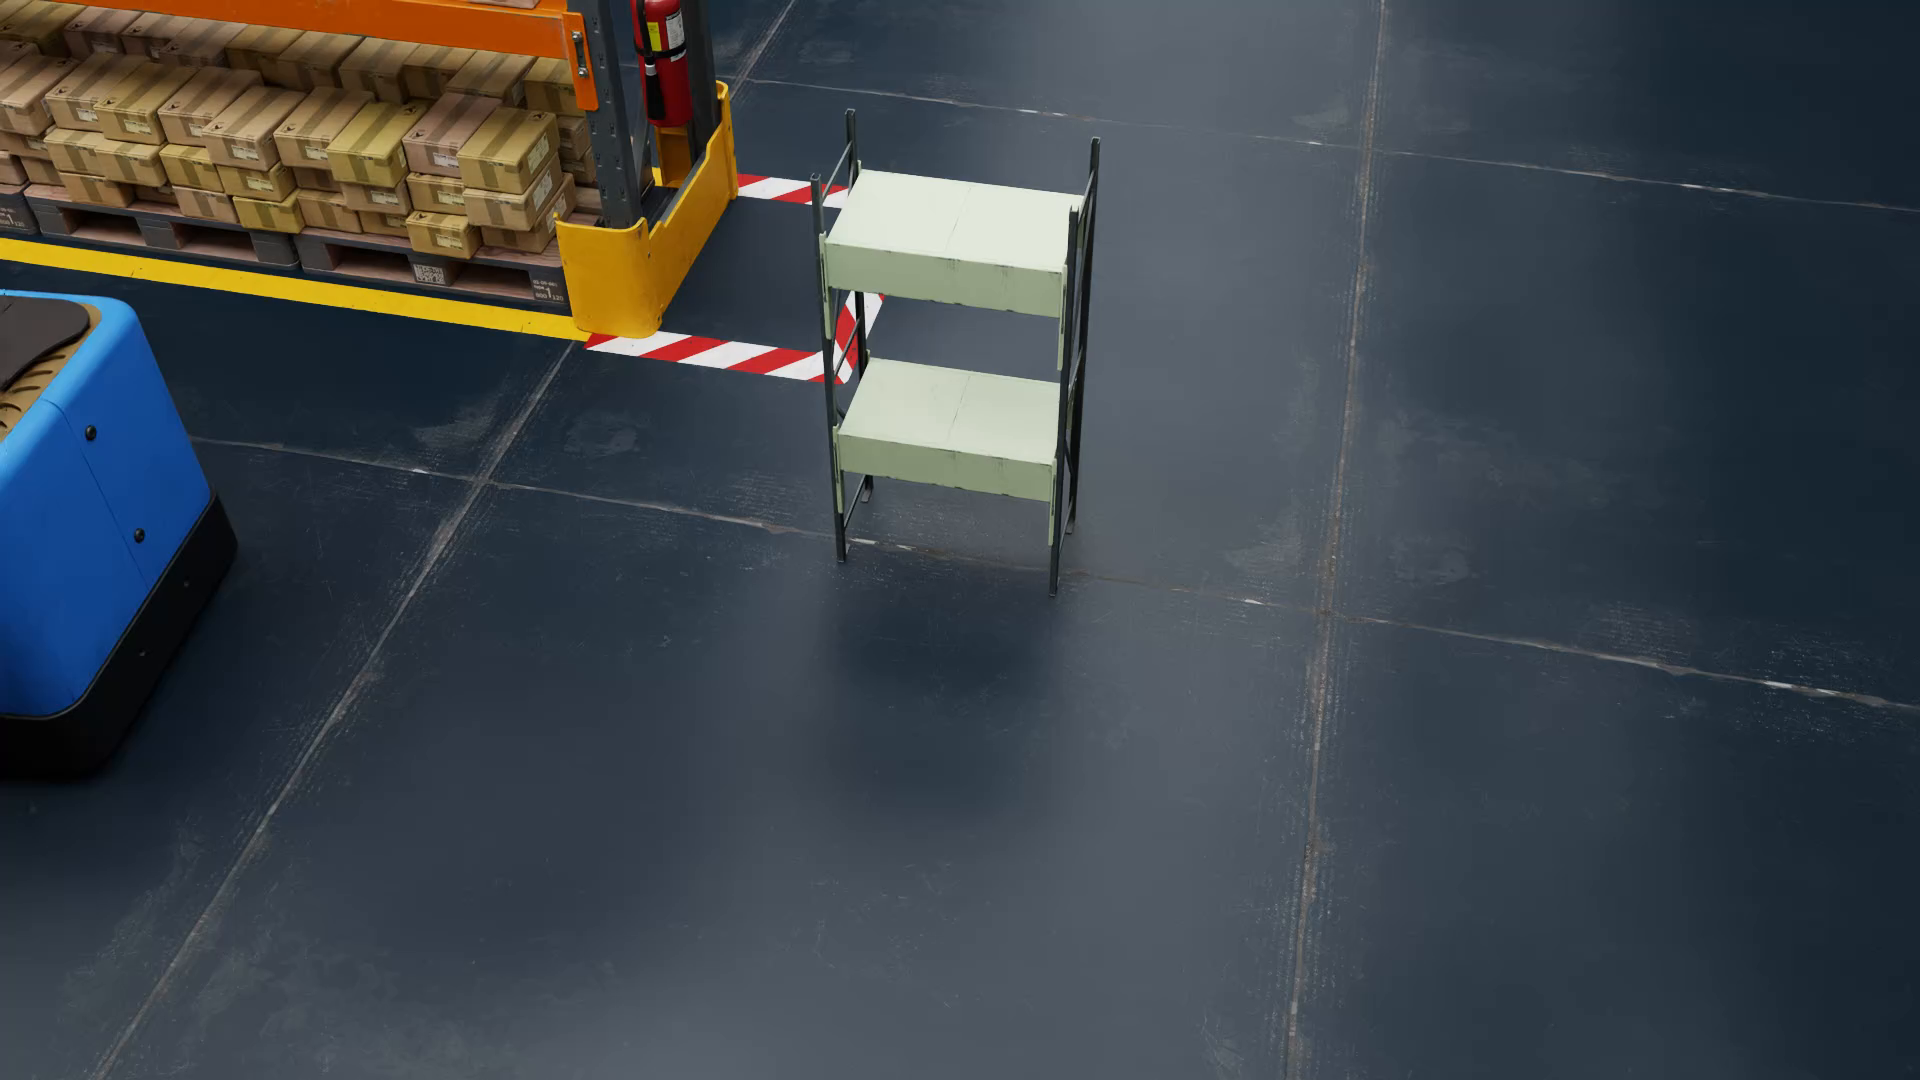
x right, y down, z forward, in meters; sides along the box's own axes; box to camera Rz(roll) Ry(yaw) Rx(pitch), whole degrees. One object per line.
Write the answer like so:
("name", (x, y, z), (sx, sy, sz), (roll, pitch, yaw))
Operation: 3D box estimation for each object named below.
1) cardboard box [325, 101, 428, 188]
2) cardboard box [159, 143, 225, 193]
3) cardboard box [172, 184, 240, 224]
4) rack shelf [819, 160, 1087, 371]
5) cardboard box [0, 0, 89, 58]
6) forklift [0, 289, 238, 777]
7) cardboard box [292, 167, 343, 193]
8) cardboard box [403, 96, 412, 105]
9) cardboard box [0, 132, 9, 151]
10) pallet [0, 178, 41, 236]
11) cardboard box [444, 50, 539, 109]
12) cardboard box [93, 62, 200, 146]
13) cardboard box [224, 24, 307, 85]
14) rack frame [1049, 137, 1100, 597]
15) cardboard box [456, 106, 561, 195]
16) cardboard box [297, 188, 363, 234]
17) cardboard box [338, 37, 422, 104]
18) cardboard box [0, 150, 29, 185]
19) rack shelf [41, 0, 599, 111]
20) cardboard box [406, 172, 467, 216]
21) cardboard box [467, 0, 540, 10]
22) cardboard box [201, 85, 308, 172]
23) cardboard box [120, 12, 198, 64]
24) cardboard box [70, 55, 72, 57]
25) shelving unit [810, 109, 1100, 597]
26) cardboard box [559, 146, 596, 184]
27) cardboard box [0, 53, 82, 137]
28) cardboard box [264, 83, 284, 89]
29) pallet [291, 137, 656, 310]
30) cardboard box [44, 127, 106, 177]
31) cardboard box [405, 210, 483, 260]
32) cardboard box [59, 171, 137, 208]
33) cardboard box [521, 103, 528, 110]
("cardboard box", (-2.271, -1.554, 6.526), (0.250, 0.149, 0.380), (8, 44, 8))
("cardboard box", (-3.025, -1.593, 6.781), (0.250, 0.149, 0.380), (11, 45, 11))
("cardboard box", (-3.026, -1.488, 6.886), (0.250, 0.149, 0.380), (10, 45, 10))
("rack shelf", (-0.007, -0.823, 4.960), (0.720, 0.370, 0.431), (9, 45, 9))
("cardboard box", (-3.947, -2.206, 7.203), (0.250, 0.149, 0.380), (10, 45, 10))
("forklift", (-3.993, -0.792, 4.460), (3.031, 2.935, 1.130), (5, 44, 5))
("cardboard box", (-2.511, -1.583, 6.770), (0.250, 0.149, 0.380), (8, 45, 9))
("cardboard box", (-2.381, -1.930, 7.131), (0.250, 0.149, 0.380), (10, 45, 10))
("cardboard box", (-4.031, -1.809, 7.005), (0.250, 0.149, 0.380), (7, 44, 7))
("pallet", (-4.427, -1.800, 7.468), (1.213, 0.211, 1.003), (9, 45, 9))
("cardboard box", (-1.919, -1.885, 6.869), (0.250, 0.149, 0.380), (10, 45, 10))
("cardboard box", (-3.279, -1.775, 6.755), (0.250, 0.149, 0.380), (9, 45, 9))
("cardboard box", (-2.912, -2.110, 7.104), (0.250, 0.149, 0.380), (9, 45, 10))
("rack frame", (0.351, -0.486, 5.173), (0.023, 1.500, 0.400), (9, 45, 9))
("cardboard box", (-1.758, -1.524, 6.494), (0.250, 0.149, 0.380), (9, 45, 10))
("cardboard box", (-2.501, -1.437, 6.833), (0.250, 0.149, 0.380), (9, 45, 9))
("cardboard box", (-2.397, -1.991, 6.980), (0.250, 0.149, 0.380), (7, 44, 7))
("cardboard box", (-4.032, -1.687, 7.092), (0.250, 0.149, 0.380), (8, 44, 8))
("rack shelf", (-3.138, -2.320, 6.517), (4.000, 0.370, 1.077), (9, 45, 9))
("cardboard box", (-2.007, -1.471, 6.654), (0.250, 0.149, 0.380), (8, 44, 8))
("cardboard box", (-1.566, -2.044, 5.892), (0.250, 0.149, 0.380), (9, 45, 9))
("cardboard box", (-2.784, -1.639, 6.614), (0.250, 0.149, 0.380), (10, 45, 11))
("cardboard box", (-3.397, -2.195, 7.192), (0.250, 0.149, 0.380), (7, 44, 8))
("cardboard box", (-3.958, -2.116, 7.324), (0.250, 0.149, 0.380), (9, 45, 9))
("shelving unit", (-0.007, -0.541, 5.231), (0.755, 1.500, 0.431), (9, 45, 9))
("cardboard box", (-1.628, -1.697, 7.103), (0.250, 0.149, 0.380), (10, 45, 10))
("cardboard box", (-3.795, -1.824, 6.806), (0.250, 0.149, 0.380), (10, 45, 10))
("cardboard box", (-2.935, -1.919, 7.119), (0.250, 0.149, 0.380), (11, 45, 11))
("pallet", (-2.045, -1.431, 7.084), (1.213, 0.211, 1.003), (9, 45, 9))
("cardboard box", (-3.535, -1.671, 6.861), (0.250, 0.149, 0.380), (9, 45, 9))
("cardboard box", (-2.019, -1.310, 6.701), (0.250, 0.149, 0.380), (10, 45, 10))
("cardboard box", (-3.529, -1.565, 6.966), (0.250, 0.149, 0.380), (8, 44, 8))
("cardboard box", (-1.896, -1.841, 7.038), (0.250, 0.149, 0.380), (9, 45, 9))
